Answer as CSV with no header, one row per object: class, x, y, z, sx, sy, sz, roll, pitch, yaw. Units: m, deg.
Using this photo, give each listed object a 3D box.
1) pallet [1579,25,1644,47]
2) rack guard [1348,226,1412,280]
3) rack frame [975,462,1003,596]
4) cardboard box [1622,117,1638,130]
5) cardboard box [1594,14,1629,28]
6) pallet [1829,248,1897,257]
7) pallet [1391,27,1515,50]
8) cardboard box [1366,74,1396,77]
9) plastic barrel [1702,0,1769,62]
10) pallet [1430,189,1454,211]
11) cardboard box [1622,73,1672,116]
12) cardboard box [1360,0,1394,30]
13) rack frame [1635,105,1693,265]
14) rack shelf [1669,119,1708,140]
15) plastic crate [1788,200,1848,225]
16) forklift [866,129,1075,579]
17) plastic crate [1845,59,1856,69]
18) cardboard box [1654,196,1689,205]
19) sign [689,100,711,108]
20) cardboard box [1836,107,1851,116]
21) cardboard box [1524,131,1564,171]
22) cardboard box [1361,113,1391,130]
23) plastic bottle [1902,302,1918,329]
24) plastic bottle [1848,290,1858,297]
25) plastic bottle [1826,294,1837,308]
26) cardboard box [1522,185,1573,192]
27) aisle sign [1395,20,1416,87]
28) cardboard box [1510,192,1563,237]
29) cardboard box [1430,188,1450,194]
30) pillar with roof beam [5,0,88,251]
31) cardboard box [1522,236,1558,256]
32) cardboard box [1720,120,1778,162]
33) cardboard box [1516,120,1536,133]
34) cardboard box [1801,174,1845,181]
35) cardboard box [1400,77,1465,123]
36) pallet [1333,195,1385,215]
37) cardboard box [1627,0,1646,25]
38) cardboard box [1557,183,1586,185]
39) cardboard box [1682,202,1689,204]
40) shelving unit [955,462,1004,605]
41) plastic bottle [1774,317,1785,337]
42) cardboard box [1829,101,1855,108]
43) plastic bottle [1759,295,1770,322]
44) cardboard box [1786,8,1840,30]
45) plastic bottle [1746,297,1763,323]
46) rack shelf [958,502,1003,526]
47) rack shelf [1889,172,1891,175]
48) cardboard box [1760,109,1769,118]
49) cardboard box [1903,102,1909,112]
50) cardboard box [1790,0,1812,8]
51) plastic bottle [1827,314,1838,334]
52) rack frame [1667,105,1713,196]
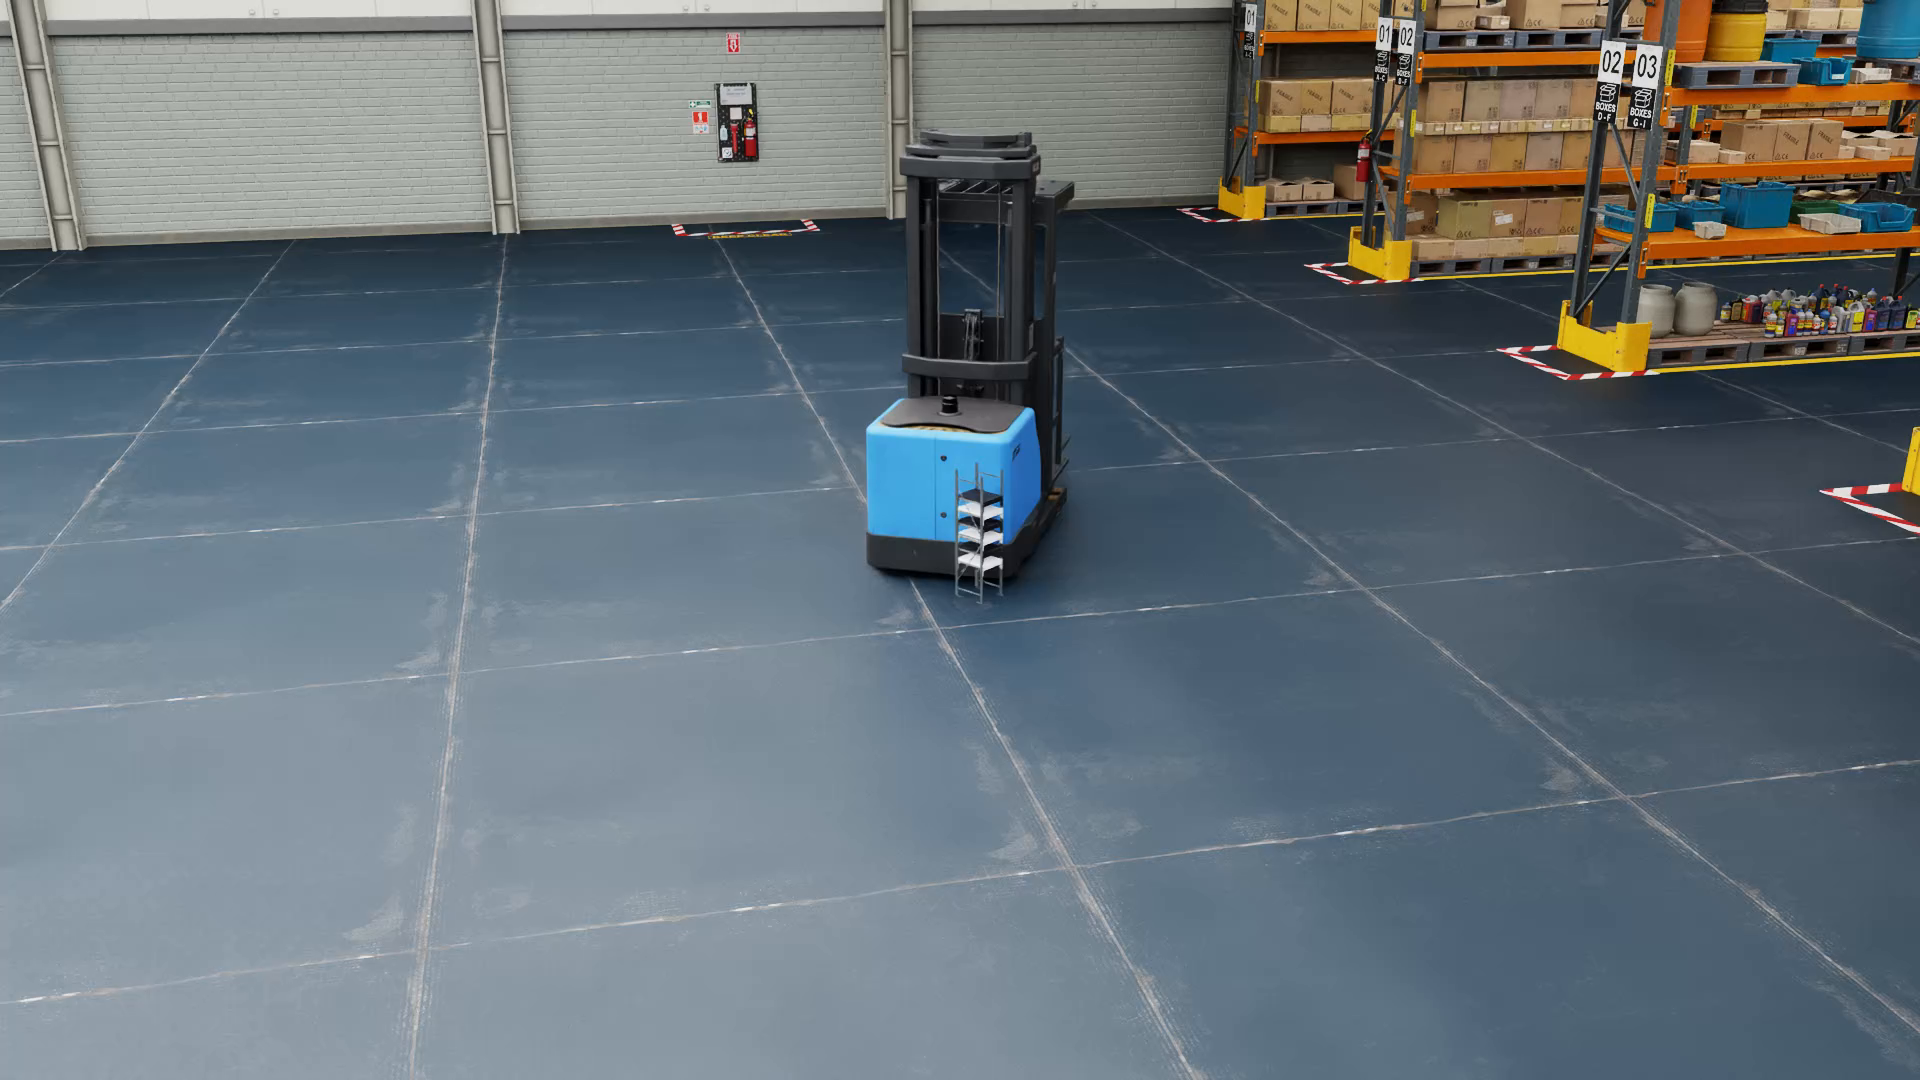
pallet,8.623,-6.571,21.661,1.213,0.211,1.003,-5,21,-12
rack guard,5.531,-3.788,21.930,0.348,0.500,1.175,-5,21,-12
rack frame,0.194,-0.070,11.197,0.240,0.900,0.006,17,26,38
cardboard box,8.736,-5.498,21.876,0.250,0.149,0.380,-5,21,-14
cardboard box,8.336,-6.647,21.290,0.250,0.149,0.380,-5,21,-12
pallet,12.529,-4.236,23.571,1.213,0.211,1.003,-5,21,-12
pallet,6.248,-6.378,21.133,1.213,0.211,1.003,-5,21,-12
cardboard box,6.807,-7.185,26.667,0.500,0.500,0.500,-4,21,-11
plastic barrel,7.770,-5.133,16.720,0.600,0.588,0.600,0,20,0
pallet,7.658,-5.564,27.197,1.213,0.211,1.003,-5,21,-12
cardboard box,9.016,-5.900,22.027,0.500,0.500,0.700,-5,21,-12
cardboard box,6.345,-8.152,25.673,0.500,0.500,0.500,-3,20,-9
rack frame,9.447,-5.281,22.369,0.127,3.000,1.000,-5,21,-12
rack shelf,10.250,-6.759,27.451,4.000,0.370,1.077,-5,21,-12
plastic crate,9.197,-3.510,17.843,0.662,0.188,0.450,-5,21,-12
forklift,0.217,-1.585,12.380,1.130,2.935,3.031,5,21,14
plastic crate,8.985,-4.898,17.271,0.450,0.188,0.336,-5,21,-12
cardboard box,9.775,-4.578,23.023,0.500,0.311,0.500,-5,21,-12
sign,-3.915,-6.563,25.047,0.331,0.109,0.001,-5,21,-12
cardboard box,14.825,-7.271,28.138,0.250,0.149,0.380,-5,21,-12
cardboard box,7.517,-5.167,21.914,0.500,0.500,0.700,-4,21,-11
cardboard box,6.450,-6.617,26.206,0.500,0.250,0.500,-4,21,-12
plastic bottle,10.191,-2.405,17.828,0.133,0.283,0.061,-4,20,-10
plastic bottle,9.864,-2.637,18.472,0.135,0.276,0.152,-4,20,-11
plastic bottle,9.589,-2.571,18.299,0.097,0.271,0.097,0,20,0
cardboard box,7.950,-4.528,22.611,0.500,0.500,0.500,-5,21,-12
aisle sign,5.561,-6.077,20.764,0.004,0.787,0.394,-5,21,-12
cardboard box,7.588,-4.308,22.011,0.500,0.500,0.500,-5,21,-12
cardboard box,7.790,-5.762,27.164,0.250,0.166,0.380,-7,21,-20
pillar with roof beam,-11.634,-6.918,18.118,0.400,9.000,9.100,-5,21,-12
cardboard box,7.587,-3.956,22.141,0.500,0.250,0.500,-5,21,-12
cardboard box,10.711,-5.425,22.617,0.500,0.500,0.500,-3,20,-9
cardboard box,7.238,-5.377,21.544,0.250,0.149,0.380,-5,21,-13
cardboard box,14.622,-6.593,28.467,0.750,0.750,0.750,-4,20,-11
cardboard box,6.063,-5.657,21.365,0.500,0.500,0.700,-5,21,-12
pallet,6.468,-5.466,26.930,1.213,0.211,1.003,-5,21,-12
cardboard box,8.896,-7.047,21.872,0.500,0.500,0.500,-3,20,-8
cardboard box,10.013,-6.120,27.654,0.500,0.500,0.700,-4,21,-12
cardboard box,9.906,-4.399,22.535,0.500,0.311,0.500,-5,21,-12
shelving unit,0.127,-0.044,11.125,0.258,0.900,0.210,17,26,38
plastic bottle,8.627,-2.246,17.513,0.097,0.201,0.097,0,20,0
cardboard box,14.712,-7.566,28.002,0.500,0.500,0.500,-5,21,-12
plastic bottle,8.763,-2.547,18.228,0.135,0.276,0.152,-5,21,-14
cardboard box,11.322,-6.947,22.164,0.500,0.250,0.500,-6,21,-17
plastic bottle,8.653,-2.504,18.099,0.133,0.283,0.061,-5,21,-12
rack shelf,0.127,-0.181,11.075,0.258,0.077,0.200,17,26,38
rack shelf,15.286,-5.418,23.790,4.000,0.370,1.077,-5,21,-12
cardboard box,13.311,-7.166,27.852,0.250,0.149,0.380,-5,21,-13
cardboard box,16.620,-7.750,28.674,0.700,0.700,0.980,-4,21,-12
cardboard box,13.700,-9.074,27.578,0.500,0.500,0.700,-4,20,-10
plastic bottle,9.254,-2.297,17.652,0.097,0.201,0.097,0,20,0
rack frame,12.196,-7.255,27.759,0.127,3.000,1.000,-5,21,-12
